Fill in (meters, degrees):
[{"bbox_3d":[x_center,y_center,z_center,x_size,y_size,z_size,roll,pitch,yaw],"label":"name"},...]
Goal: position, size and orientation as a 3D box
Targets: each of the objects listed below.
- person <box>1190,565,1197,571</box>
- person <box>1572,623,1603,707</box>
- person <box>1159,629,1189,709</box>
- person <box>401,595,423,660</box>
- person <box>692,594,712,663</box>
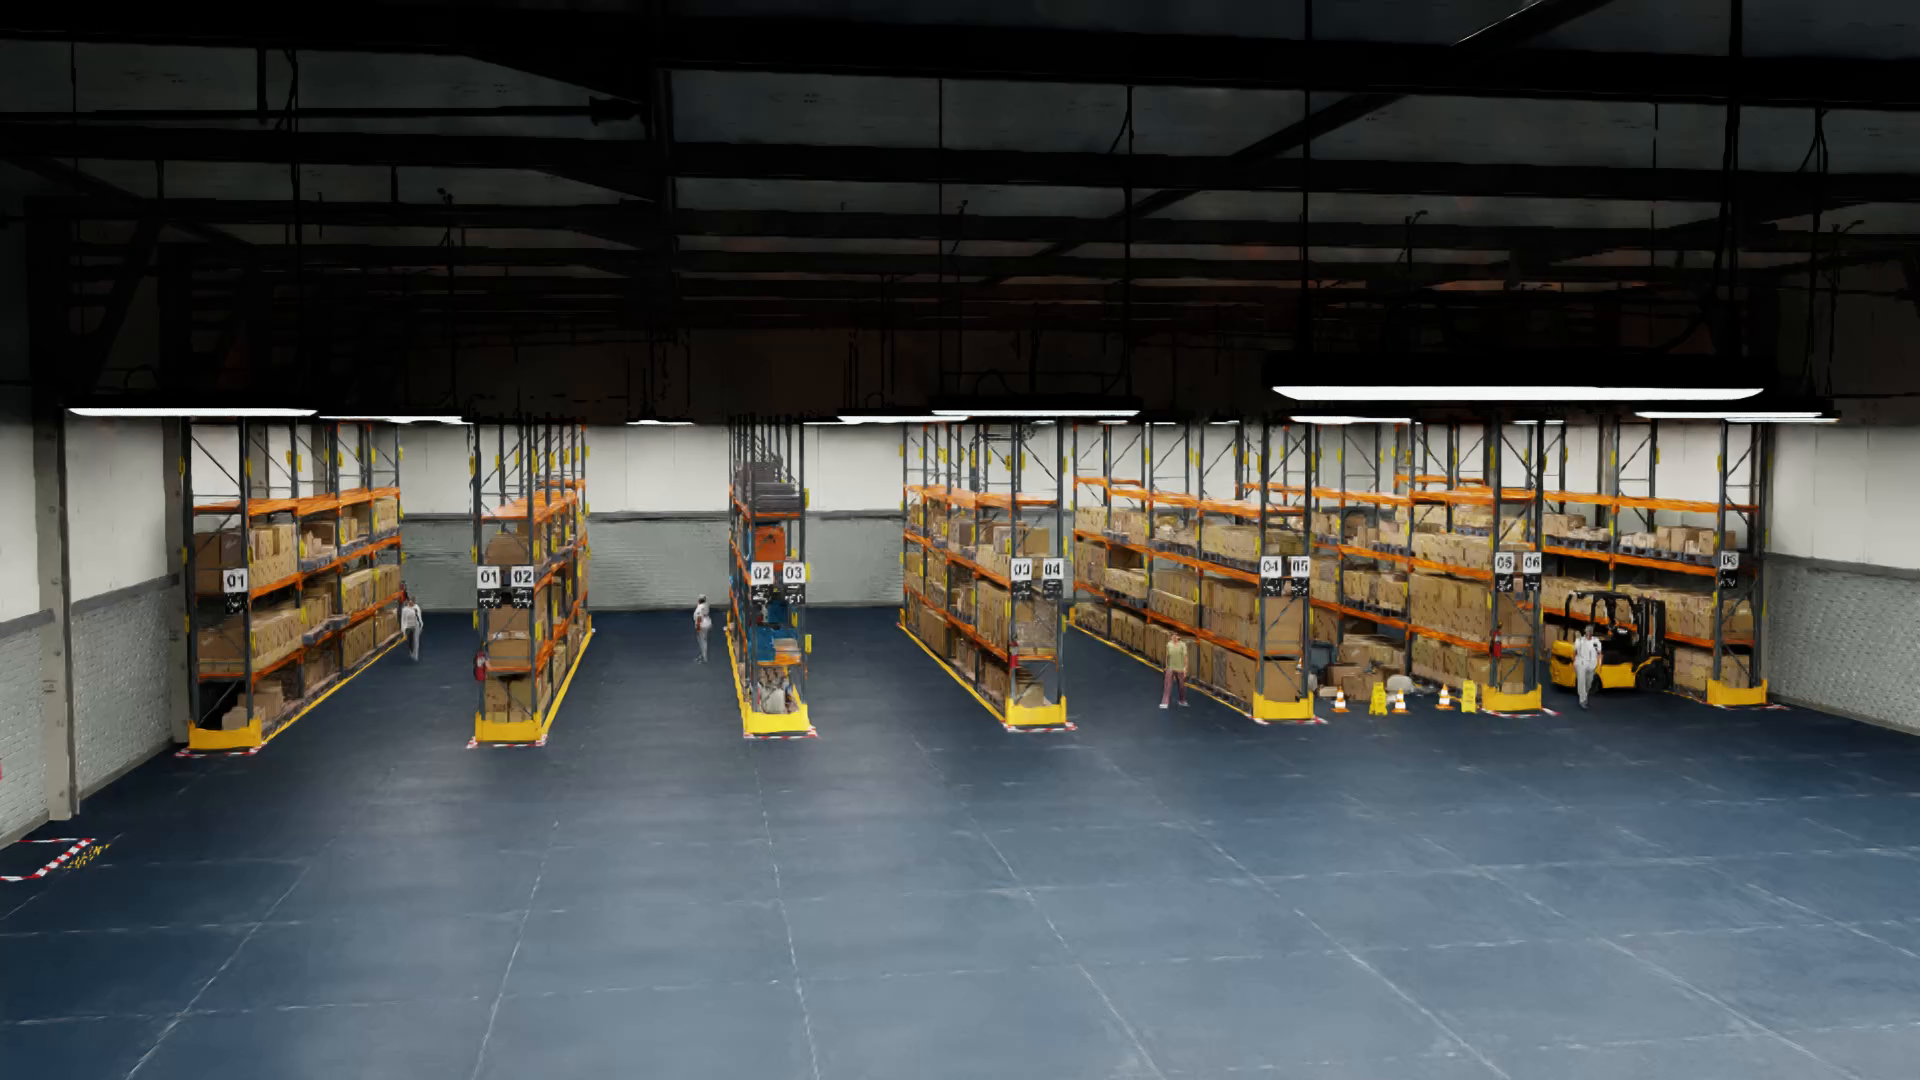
[{"bbox_3d":[7.045,1.468,49.625,0.518,1.786,0.740,-3,5,-41],"label":"person"},{"bbox_3d":[12.819,2.542,33.946,0.535,1.705,1.029,0,4,0],"label":"person"},{"bbox_3d":[4.376,2.611,33.767,0.483,1.623,0.931,1,4,19],"label":"person"},{"bbox_3d":[-13.451,2.132,40.770,0.499,1.587,1.073,-1,4,-11],"label":"person"},{"bbox_3d":[-6.281,2.141,40.356,0.481,1.666,0.523,1,4,20],"label":"person"}]
